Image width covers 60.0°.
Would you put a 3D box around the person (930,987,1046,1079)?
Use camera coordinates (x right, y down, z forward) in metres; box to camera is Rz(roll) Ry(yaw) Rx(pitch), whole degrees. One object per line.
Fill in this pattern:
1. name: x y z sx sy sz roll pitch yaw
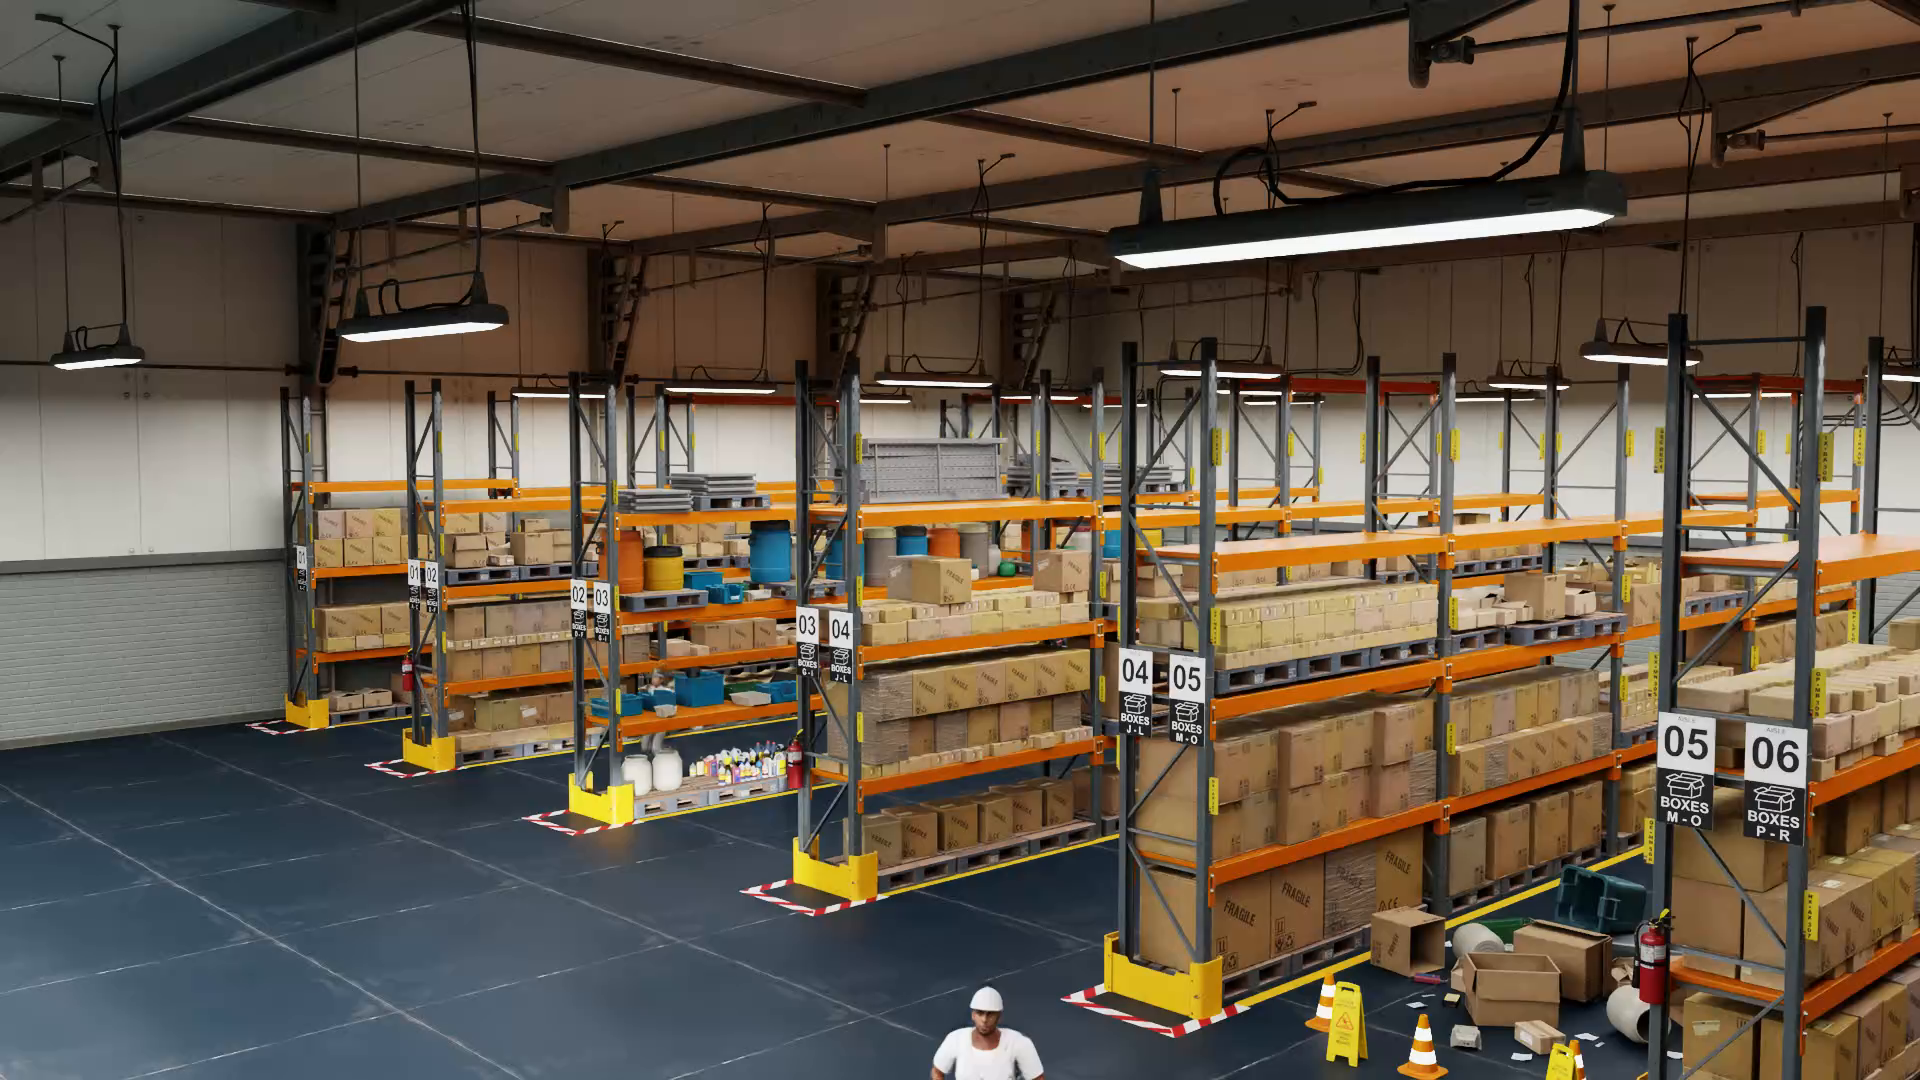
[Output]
1. person: 0.170 3.632 10.372 0.739 1.734 0.795 0 4 7

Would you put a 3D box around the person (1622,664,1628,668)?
1. person: 10.179 2.720 25.420 0.931 1.670 0.588 -3 5 -40

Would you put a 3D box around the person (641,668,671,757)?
1. person: -4.551 2.747 25.003 0.626 1.654 0.551 2 4 31
